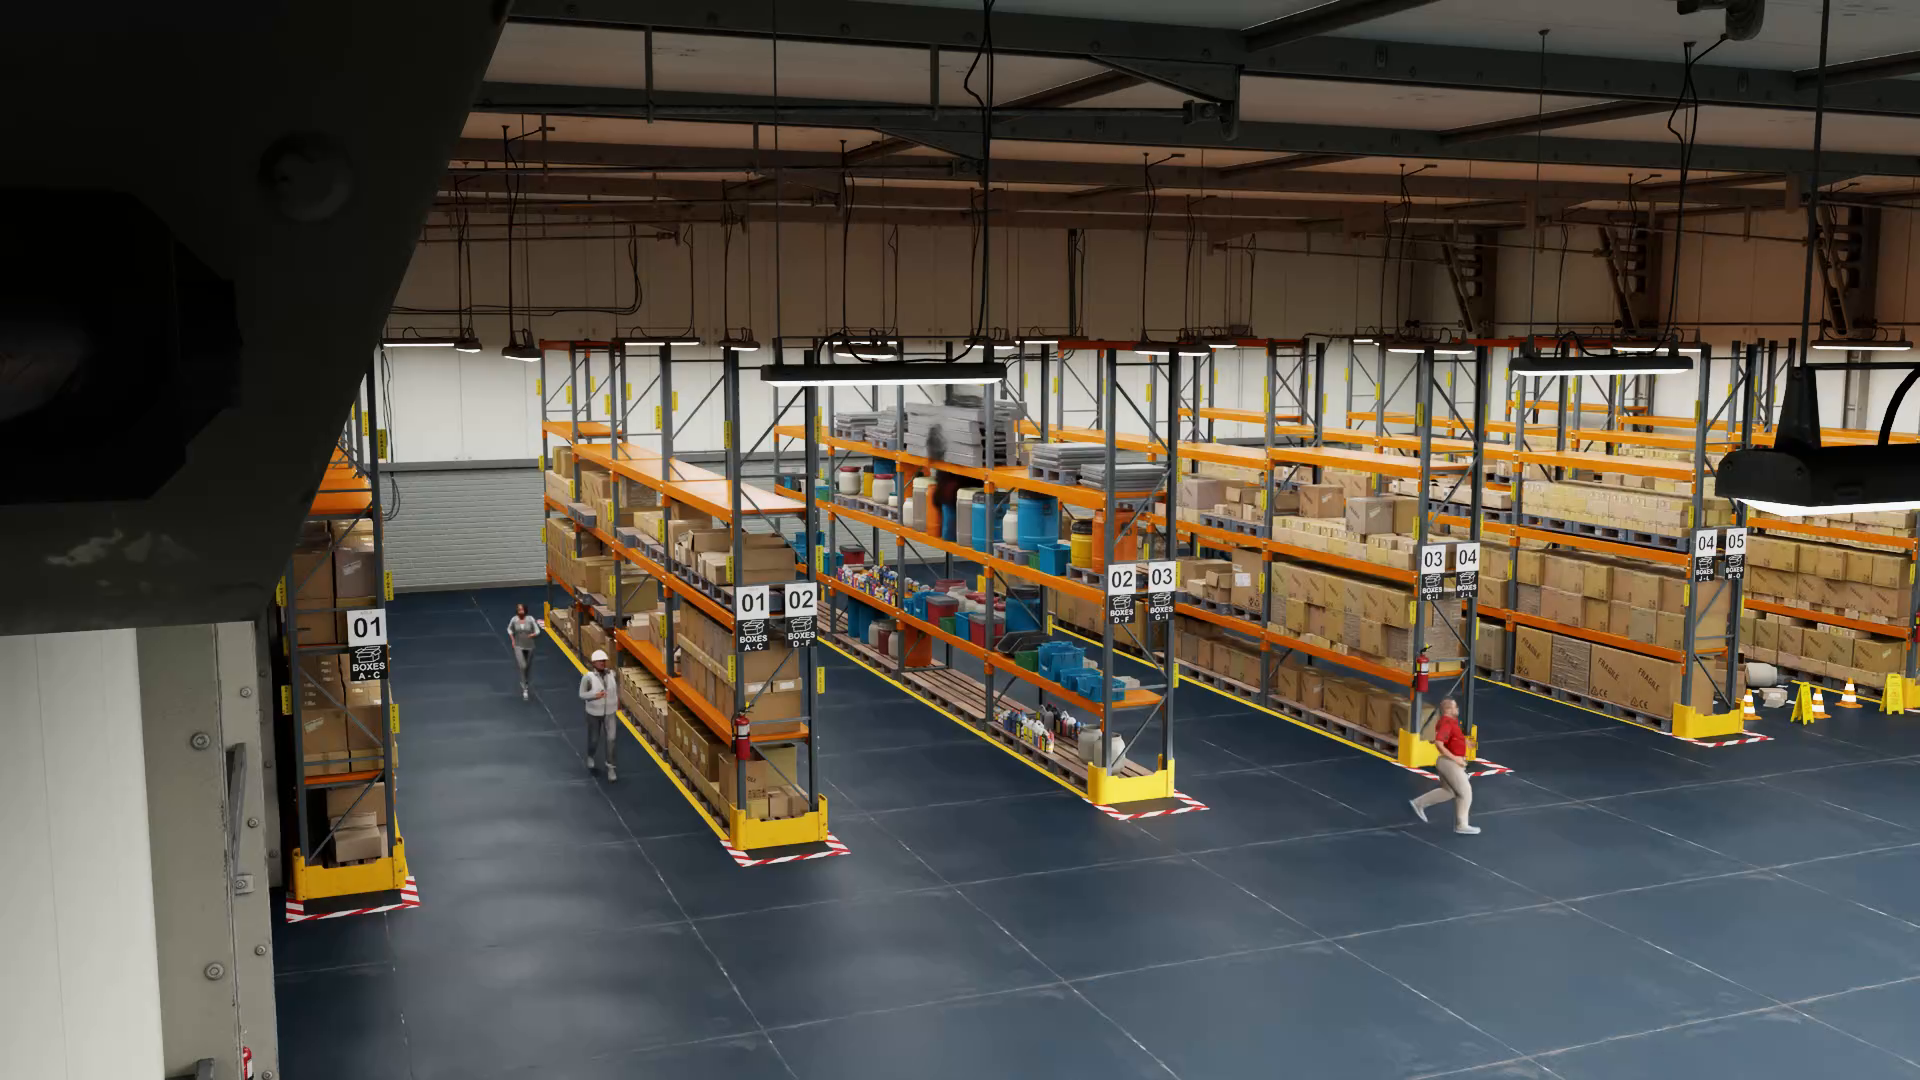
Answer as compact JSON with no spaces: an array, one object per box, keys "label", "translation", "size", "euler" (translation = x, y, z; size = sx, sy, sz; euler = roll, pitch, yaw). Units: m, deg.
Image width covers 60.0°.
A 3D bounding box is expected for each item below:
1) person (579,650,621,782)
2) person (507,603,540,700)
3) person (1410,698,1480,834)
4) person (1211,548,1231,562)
[{"label":"person","translation":[-5.025,2.409,23.246],"size":[0.644,1.783,0.948],"euler":[-4,8,-28]},{"label":"person","translation":[-7.421,1.867,28.341],"size":[0.525,1.597,0.820],"euler":[-3,8,-20]},{"label":"person","translation":[6.080,2.806,20.706],"size":[0.834,1.691,0.676],"euler":[1,8,8]},{"label":"person","translation":[6.529,0.043,42.100],"size":[0.872,1.599,0.530],"euler":[-5,9,-35]}]
